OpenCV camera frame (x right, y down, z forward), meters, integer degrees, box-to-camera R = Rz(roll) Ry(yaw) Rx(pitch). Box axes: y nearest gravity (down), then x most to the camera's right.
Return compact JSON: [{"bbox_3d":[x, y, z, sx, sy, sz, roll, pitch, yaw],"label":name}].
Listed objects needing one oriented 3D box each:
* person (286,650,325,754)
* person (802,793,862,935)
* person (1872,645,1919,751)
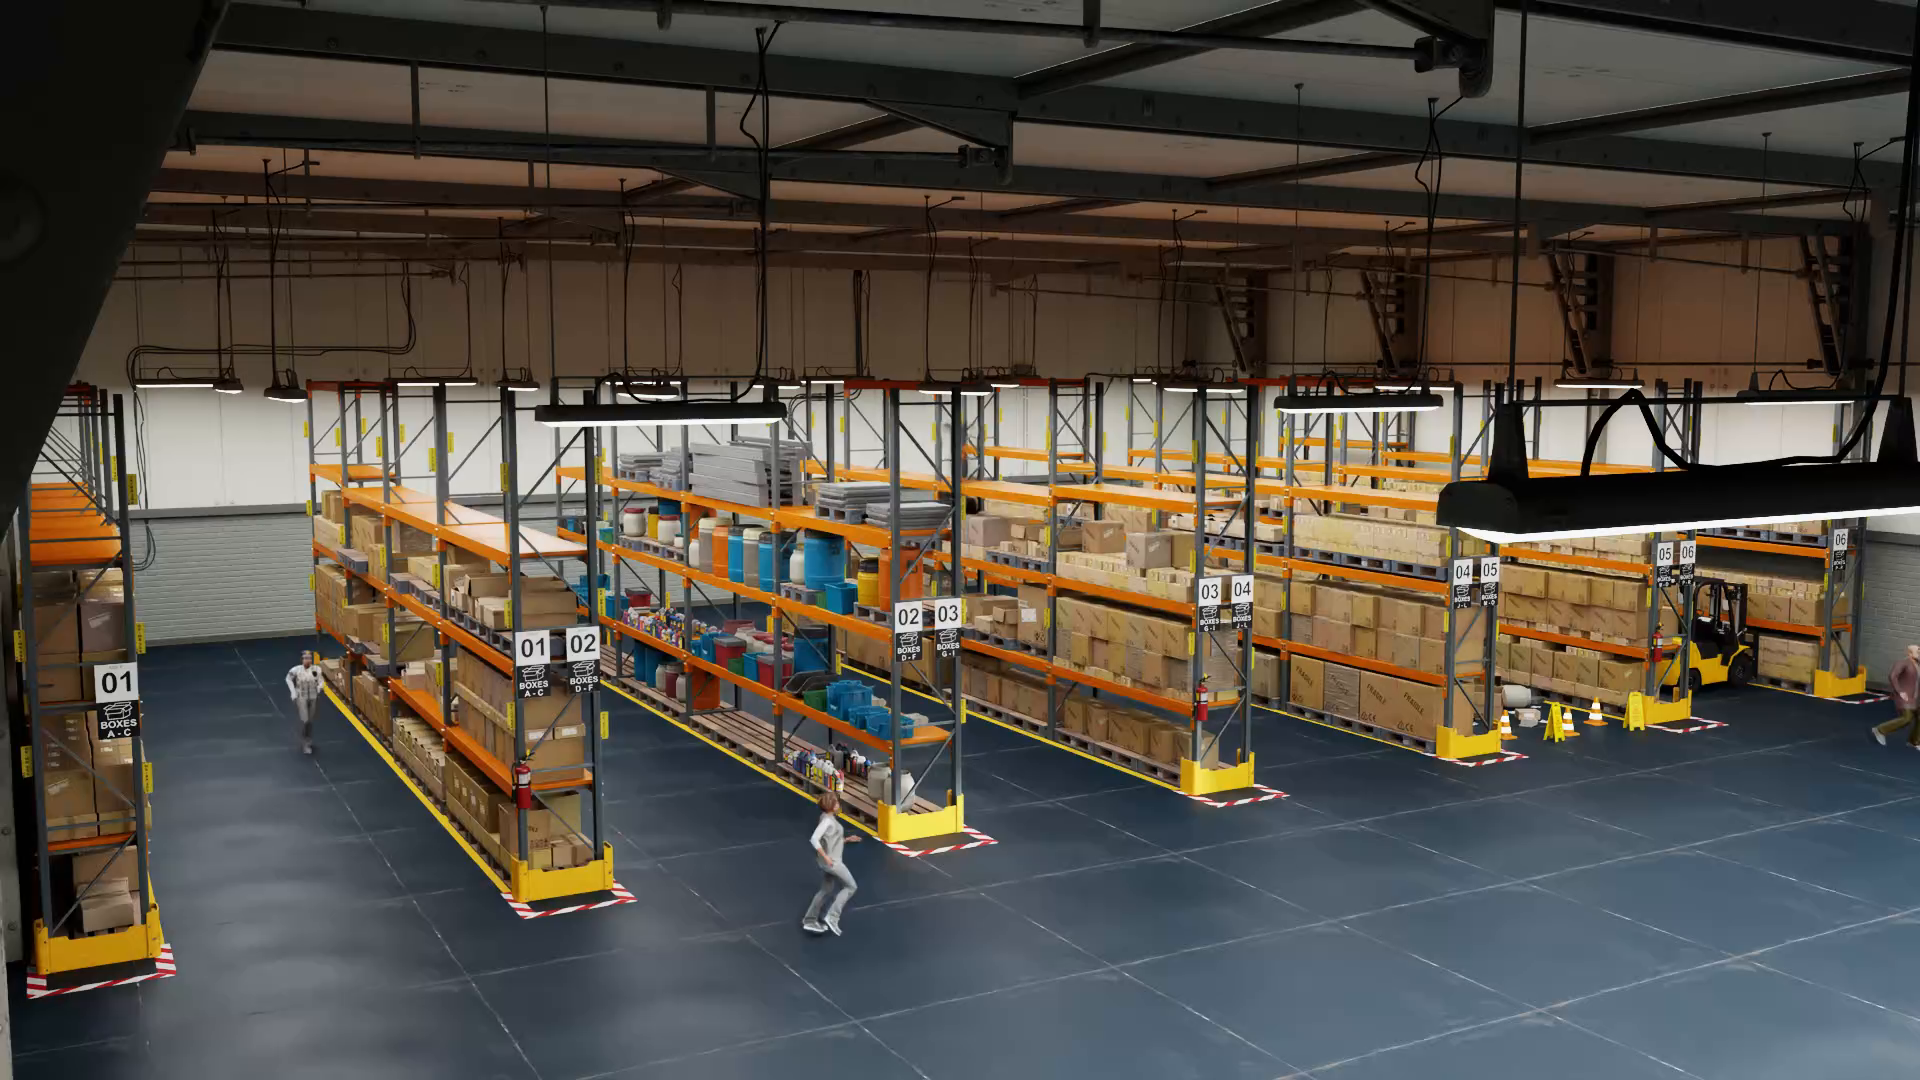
[{"bbox_3d":[-10.672,2.632,27.181,0.546,1.734,0.833,-5,8,-37],"label":"person"},{"bbox_3d":[-1.415,3.581,18.390,0.664,1.593,0.510,-1,6,-13],"label":"person"},{"bbox_3d":[15.518,2.597,27.297,0.890,1.775,0.710,-4,7,-35],"label":"person"}]
